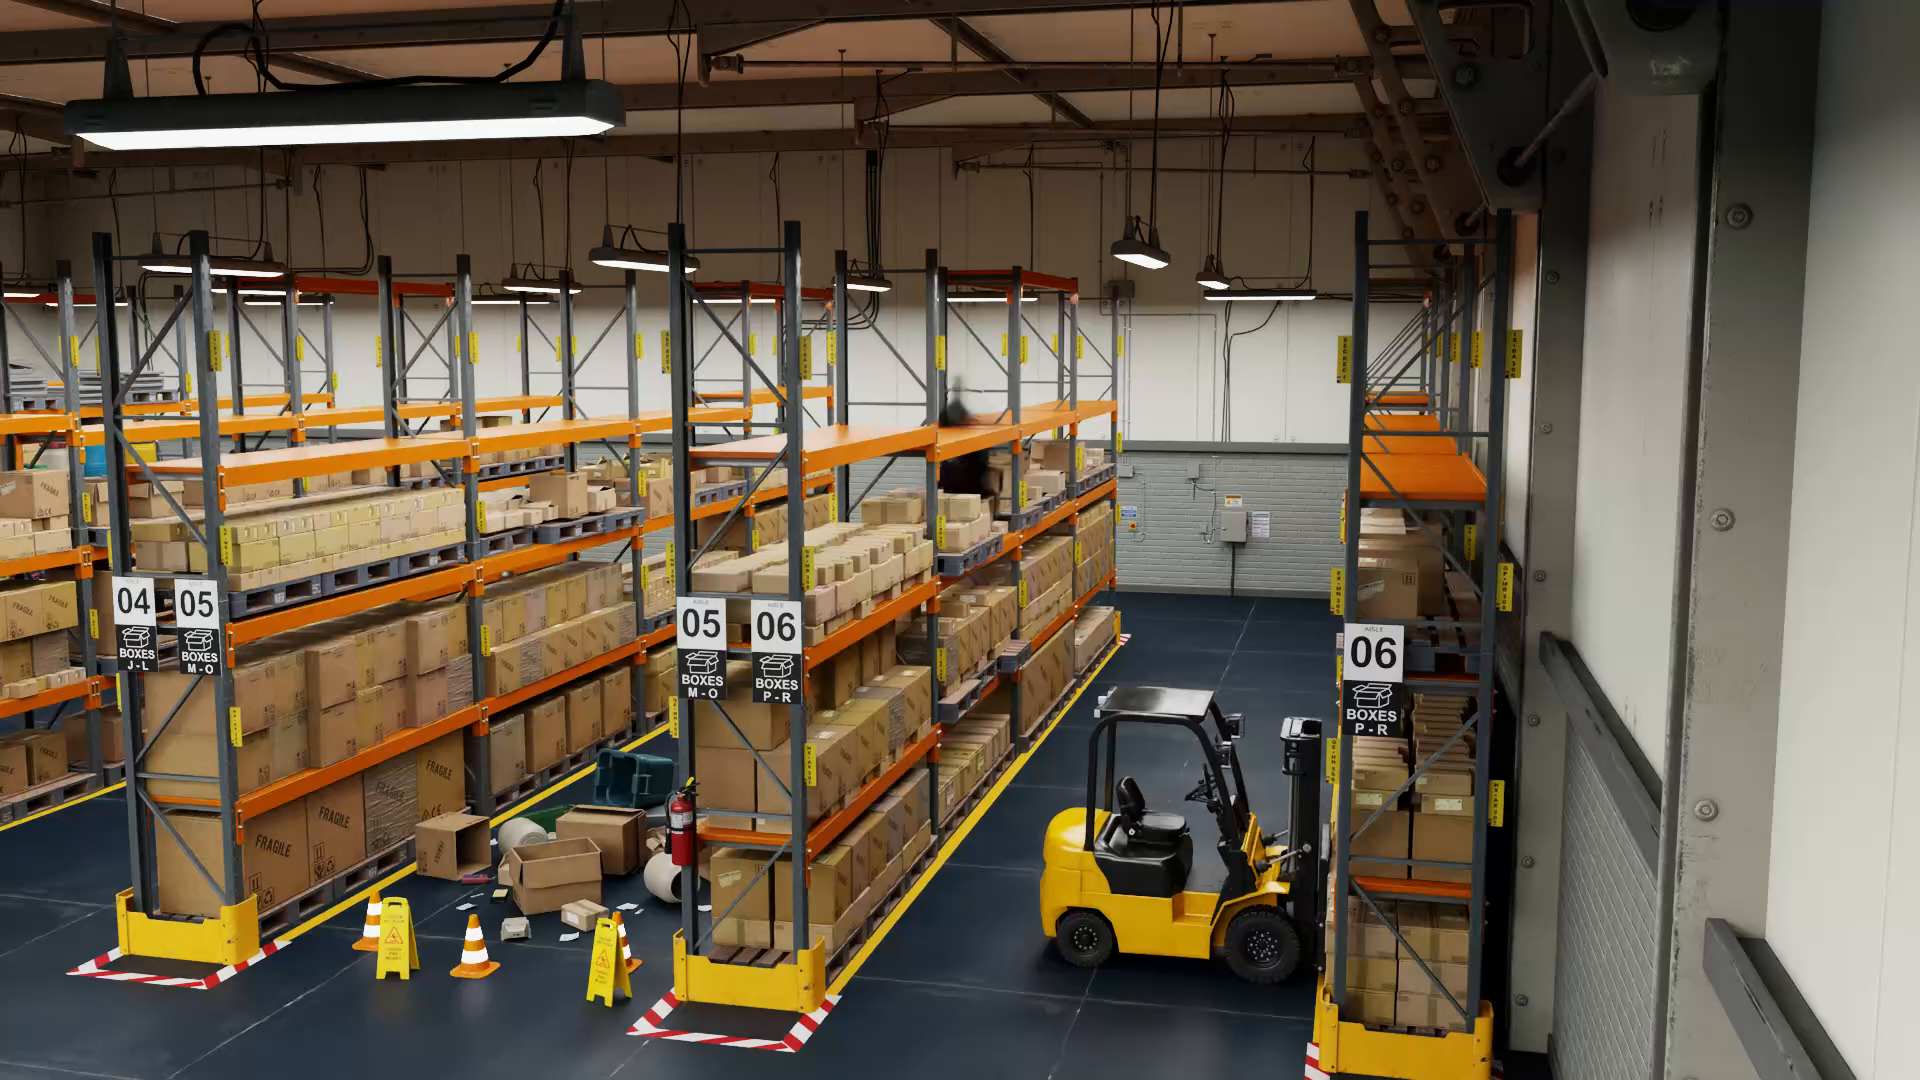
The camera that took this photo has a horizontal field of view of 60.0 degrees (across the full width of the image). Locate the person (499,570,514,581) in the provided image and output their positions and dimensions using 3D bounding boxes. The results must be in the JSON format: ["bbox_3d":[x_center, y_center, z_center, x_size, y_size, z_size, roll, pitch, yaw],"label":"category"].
[{"bbox_3d":[-6.867,1.270,25.170,0.595,1.705,0.630,1,7,8],"label":"person"}]
